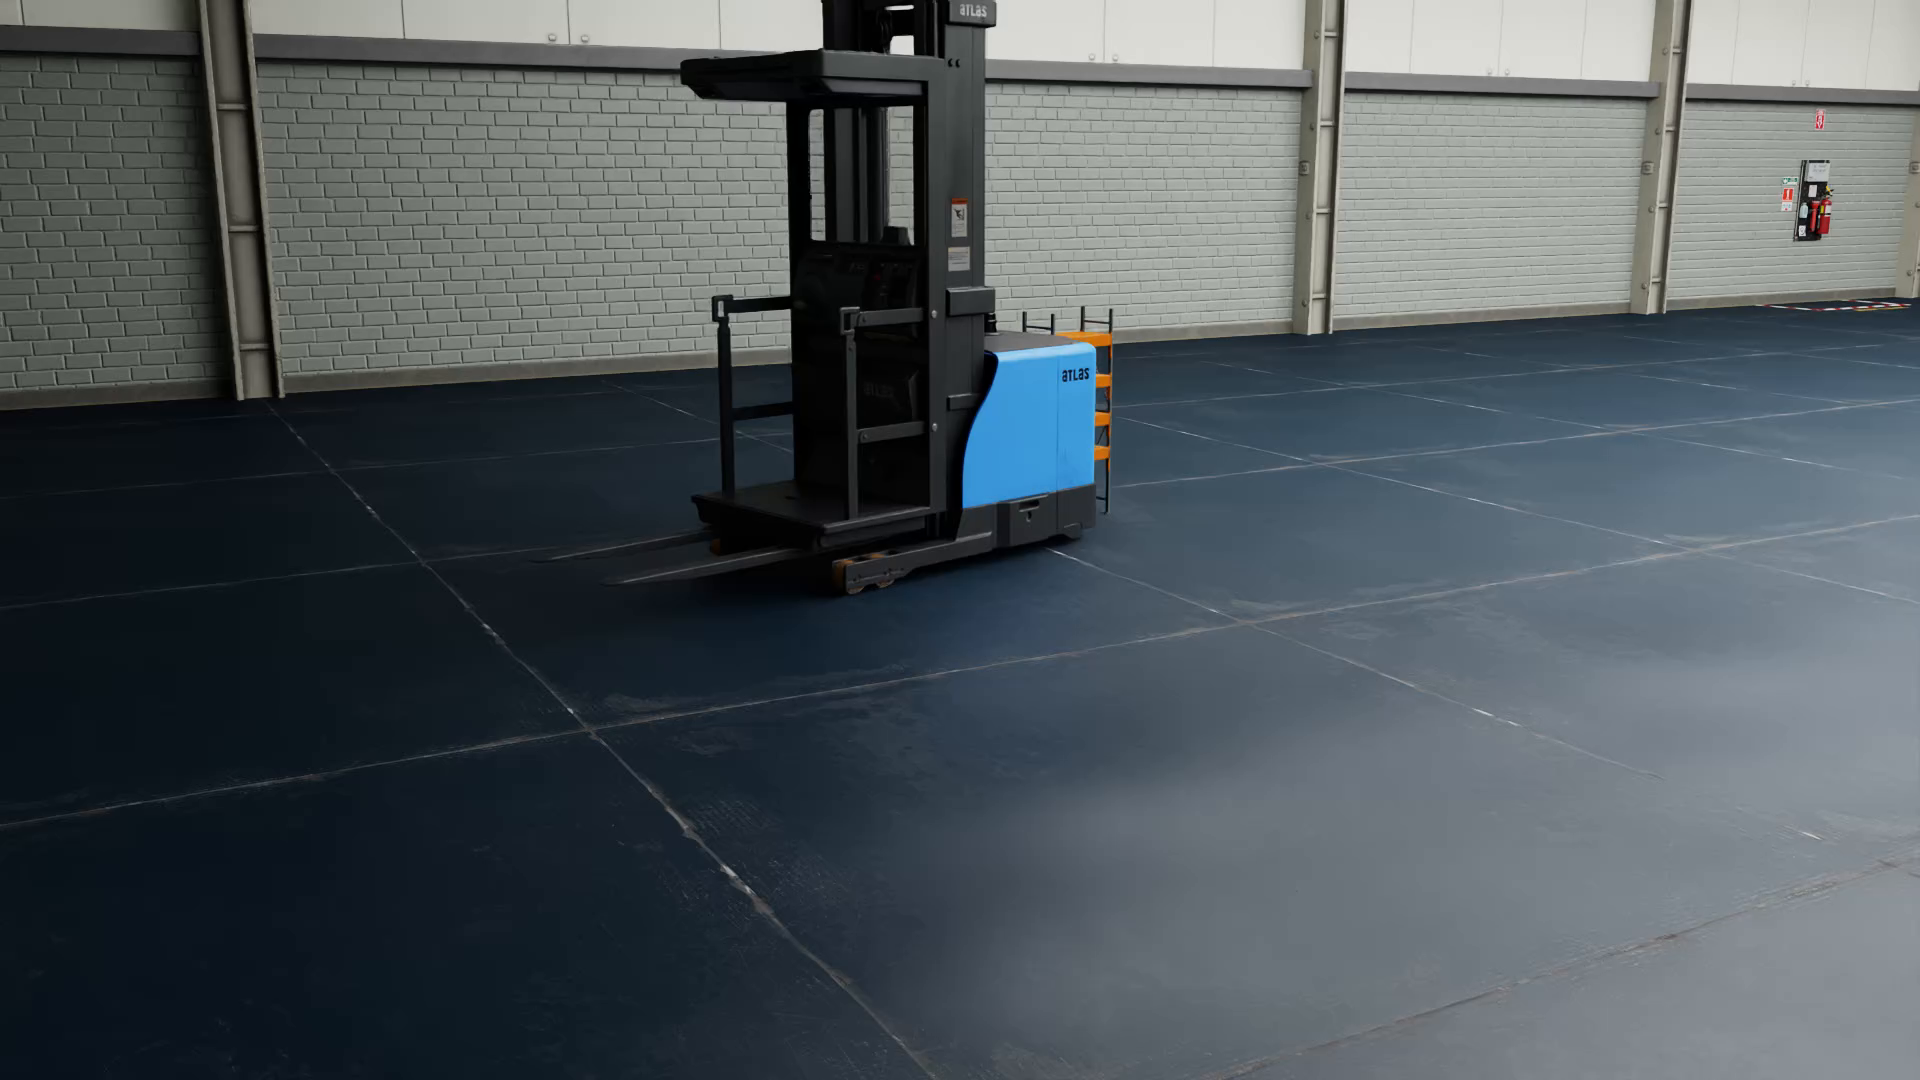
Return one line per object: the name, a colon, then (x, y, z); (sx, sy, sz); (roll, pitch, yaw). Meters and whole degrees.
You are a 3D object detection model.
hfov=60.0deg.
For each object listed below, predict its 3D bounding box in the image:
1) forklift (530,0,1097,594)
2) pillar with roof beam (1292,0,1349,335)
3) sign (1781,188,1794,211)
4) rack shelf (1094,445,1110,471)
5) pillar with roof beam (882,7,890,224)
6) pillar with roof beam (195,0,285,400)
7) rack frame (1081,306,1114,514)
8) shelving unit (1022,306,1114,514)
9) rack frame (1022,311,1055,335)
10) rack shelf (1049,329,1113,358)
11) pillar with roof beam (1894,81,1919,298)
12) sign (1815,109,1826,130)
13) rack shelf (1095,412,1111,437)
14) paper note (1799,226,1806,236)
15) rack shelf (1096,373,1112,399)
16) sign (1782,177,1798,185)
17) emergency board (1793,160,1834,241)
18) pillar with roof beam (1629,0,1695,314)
forklift: (-0.667, -1.298, 8.202); (3.031, 2.935, 1.130); (-12, 17, -42)
pillar with roof beam: (6.372, -6.095, 15.699); (0.400, 9.000, 9.100); (-7, 14, -28)
sign: (12.120, -4.987, 24.357); (0.234, 0.329, 0.001); (-7, 14, -28)
rack shelf: (0.617, -0.463, 9.645); (0.480, 0.148, 0.258); (-12, 17, -42)
pillar with roof beam: (1.106, -5.464, 12.894); (0.400, 9.000, 9.100); (-7, 14, -28)
pillar with roof beam: (-4.161, -4.833, 10.089); (0.400, 9.000, 9.100); (-7, 14, -28)
rack frame: (0.793, -0.759, 9.751); (0.015, 1.200, 0.240); (-12, 17, -42)
shelving unit: (0.617, -0.722, 9.587); (0.503, 1.200, 0.258); (-12, 17, -42)
rack frame: (0.440, -0.685, 9.422); (0.015, 1.200, 0.240); (-12, 17, -42)
rack shelf: (0.617, -1.106, 9.500); (0.480, 0.148, 0.258); (-12, 17, -42)
pillar with roof beam: (16.905, -7.358, 21.308); (0.400, 9.000, 9.100); (-7, 14, -28)
sign: (12.600, -6.157, 24.358); (0.199, 0.298, 0.001); (-7, 14, -28)
rack shelf: (0.617, -0.657, 9.601); (0.480, 0.148, 0.258); (-12, 17, -42)
paper note: (12.466, -4.573, 24.604); (0.142, 0.148, 0.016); (-7, 14, -28)
rack shelf: (0.617, -0.875, 9.552); (0.480, 0.148, 0.258); (-12, 17, -42)
sign: (12.128, -5.245, 24.293); (0.331, 0.109, 0.001); (-7, 14, -28)
emergency board: (12.655, -5.008, 24.531); (0.643, 1.169, 0.194); (-7, 14, -28)
pillar with roof beam: (11.638, -6.727, 18.503); (0.400, 9.000, 9.100); (-7, 14, -28)
